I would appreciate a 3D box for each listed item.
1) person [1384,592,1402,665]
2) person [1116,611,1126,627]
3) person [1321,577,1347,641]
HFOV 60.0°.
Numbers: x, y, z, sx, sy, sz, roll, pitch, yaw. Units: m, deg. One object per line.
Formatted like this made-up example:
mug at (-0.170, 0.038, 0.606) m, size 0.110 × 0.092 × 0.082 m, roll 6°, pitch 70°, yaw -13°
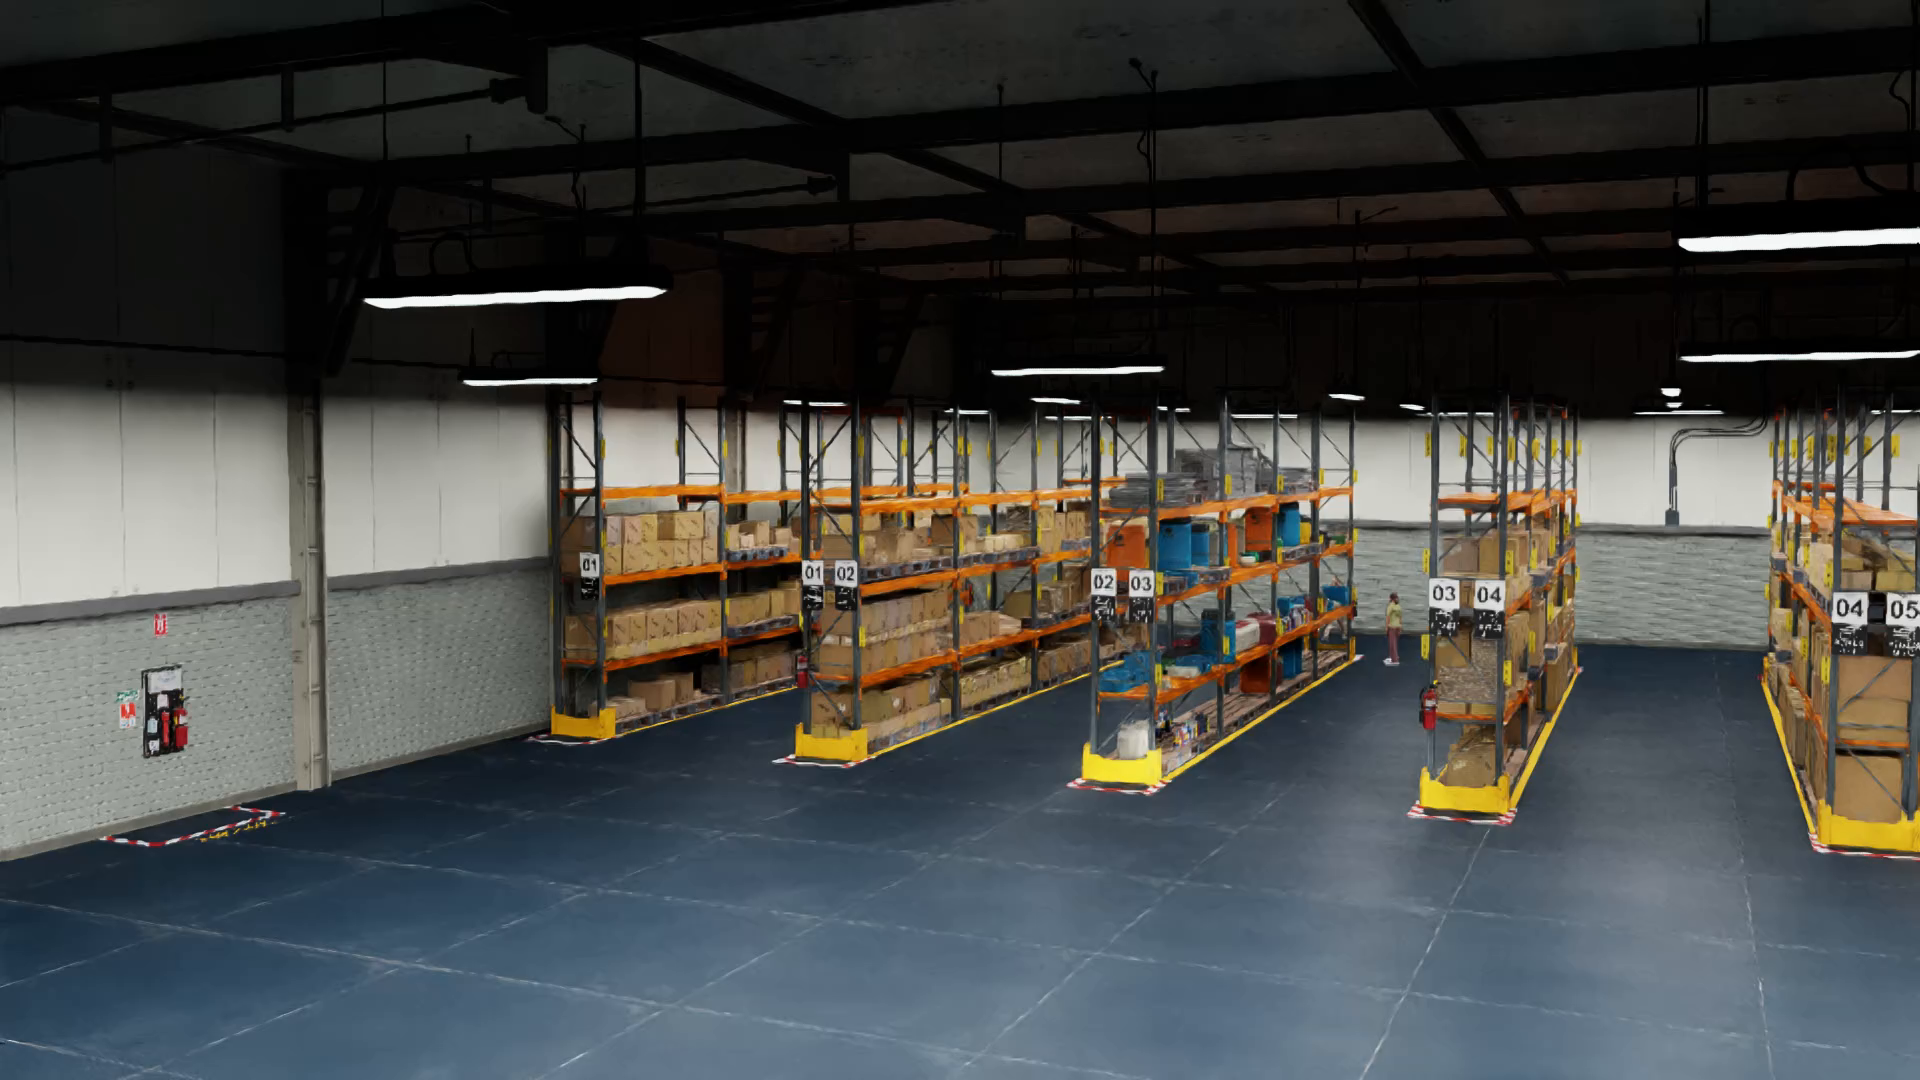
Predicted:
person at (10.000, 2.033, 38.456) m, size 0.524 × 1.668 × 0.544 m, roll -2°, pitch 4°, yaw -37°
person at (4.587, 1.617, 45.864) m, size 0.711 × 1.717 × 0.480 m, roll -1°, pitch 3°, yaw -20°
person at (9.741, 1.776, 43.115) m, size 0.533 × 1.658 × 1.040 m, roll 2°, pitch 4°, yaw 33°
